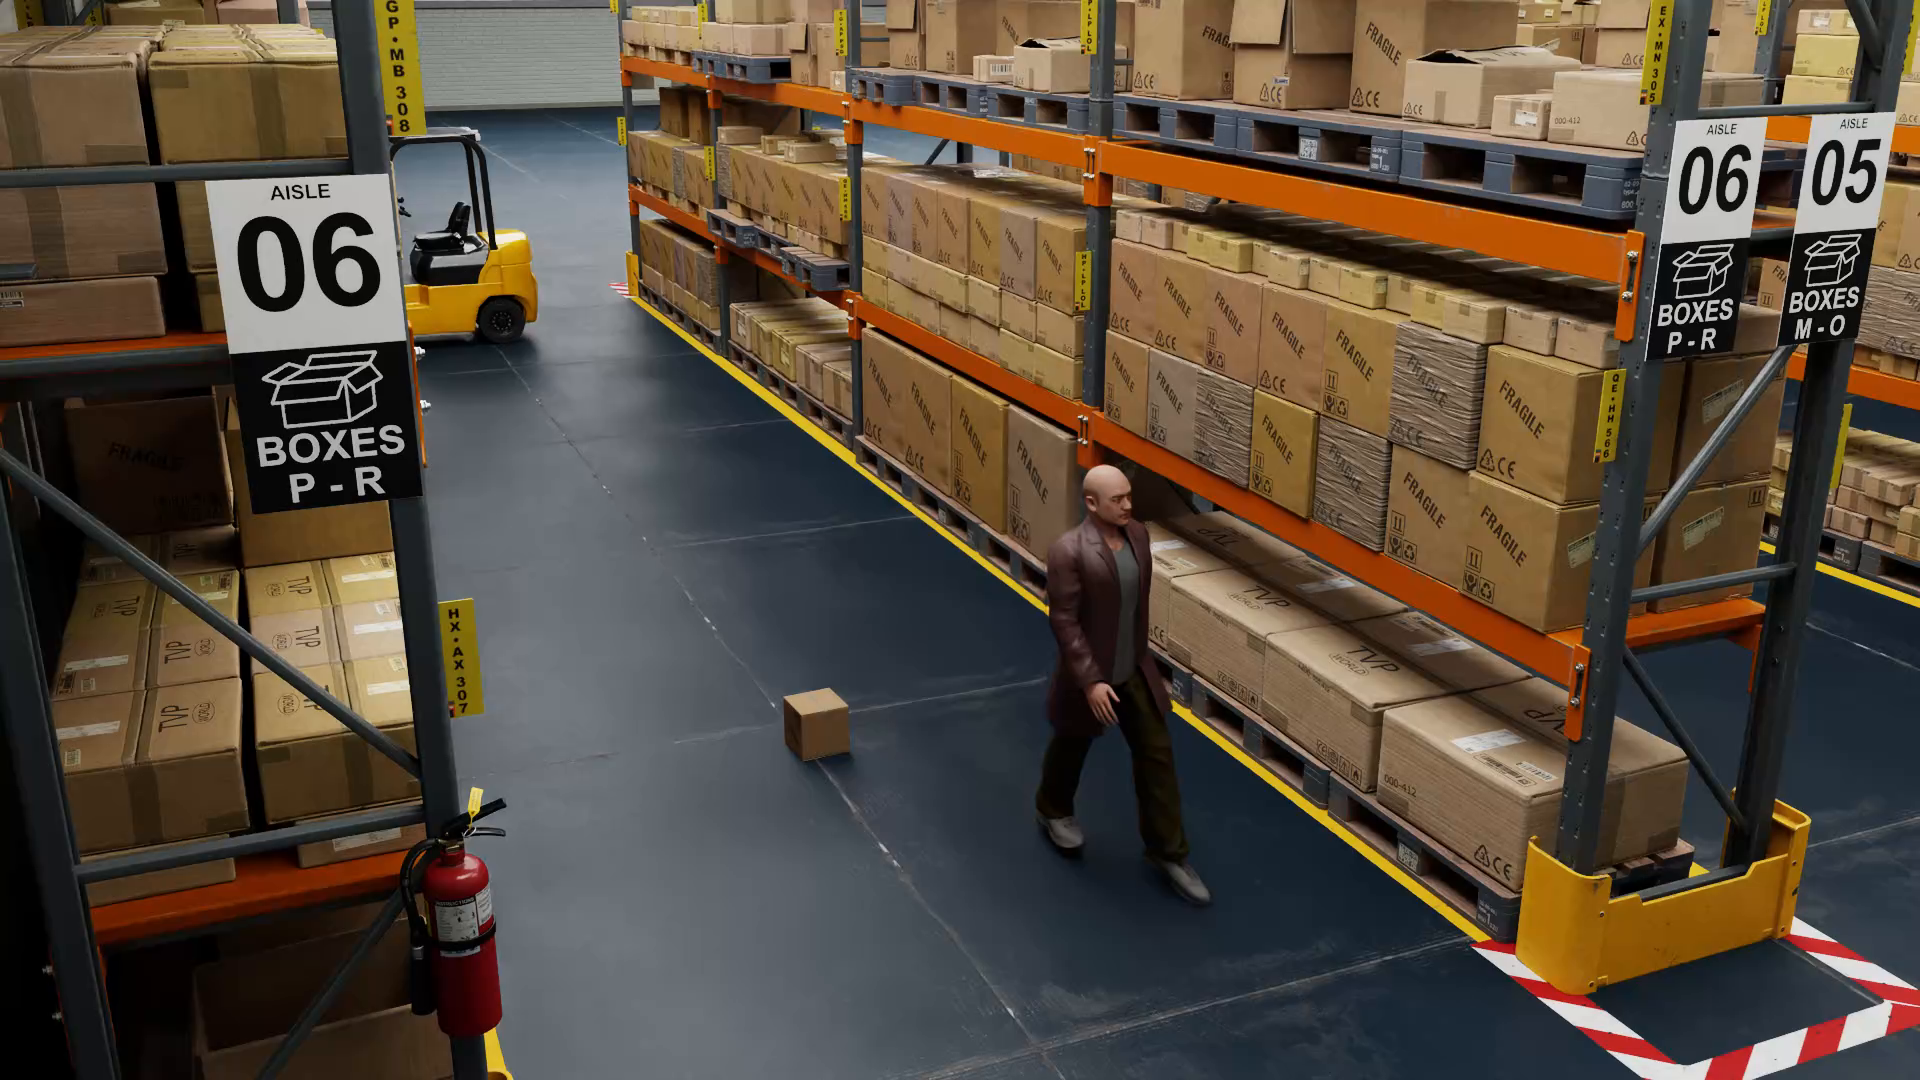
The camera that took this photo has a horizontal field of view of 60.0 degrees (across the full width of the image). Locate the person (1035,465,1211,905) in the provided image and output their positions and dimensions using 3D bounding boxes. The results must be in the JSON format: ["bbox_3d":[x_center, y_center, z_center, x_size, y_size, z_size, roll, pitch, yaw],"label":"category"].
[{"bbox_3d":[0.644,0.570,6.871,0.592,1.776,0.942,-12,22,-32],"label":"person"}]
